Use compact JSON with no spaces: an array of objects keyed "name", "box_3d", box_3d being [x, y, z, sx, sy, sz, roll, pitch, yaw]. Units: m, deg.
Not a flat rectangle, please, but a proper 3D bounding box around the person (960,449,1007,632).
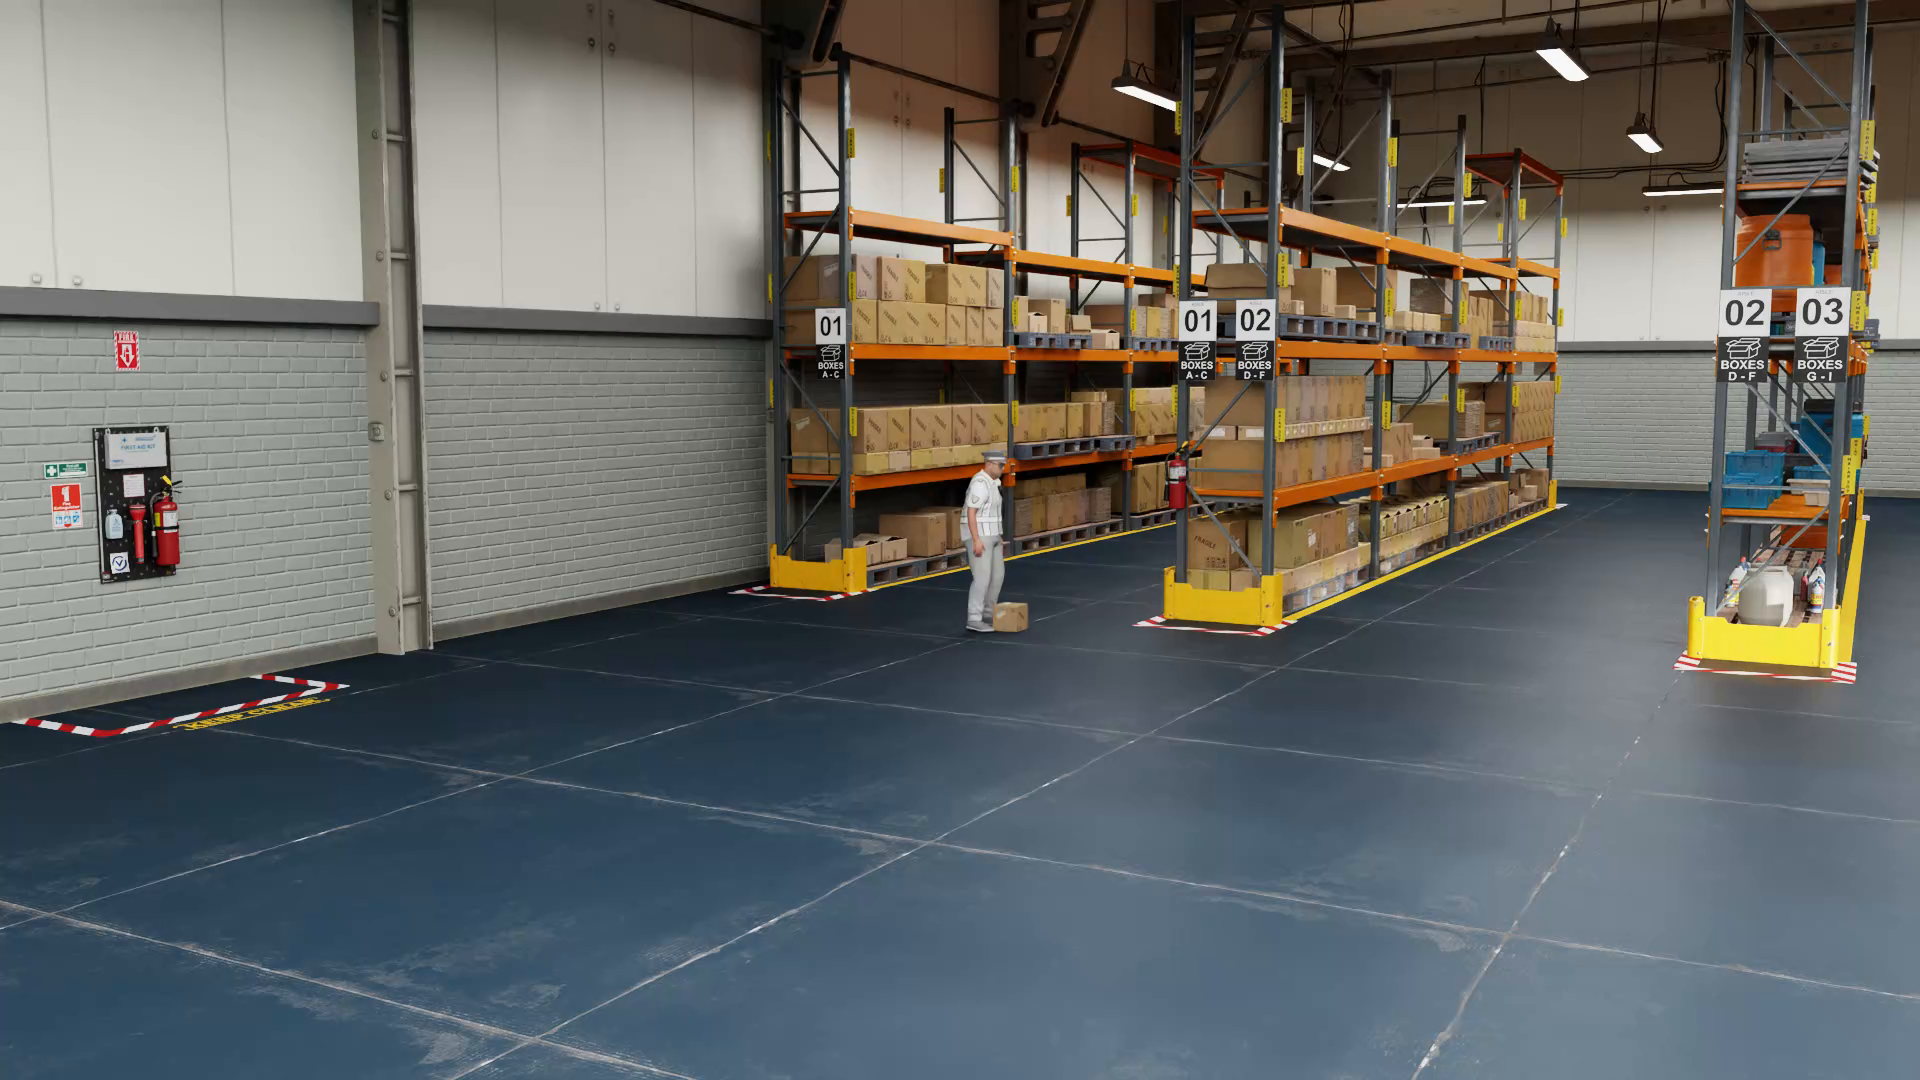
[{"name":"person","box_3d":[0.241,-0.010,16.194,0.436,1.746,0.590,3,7,26]}]
